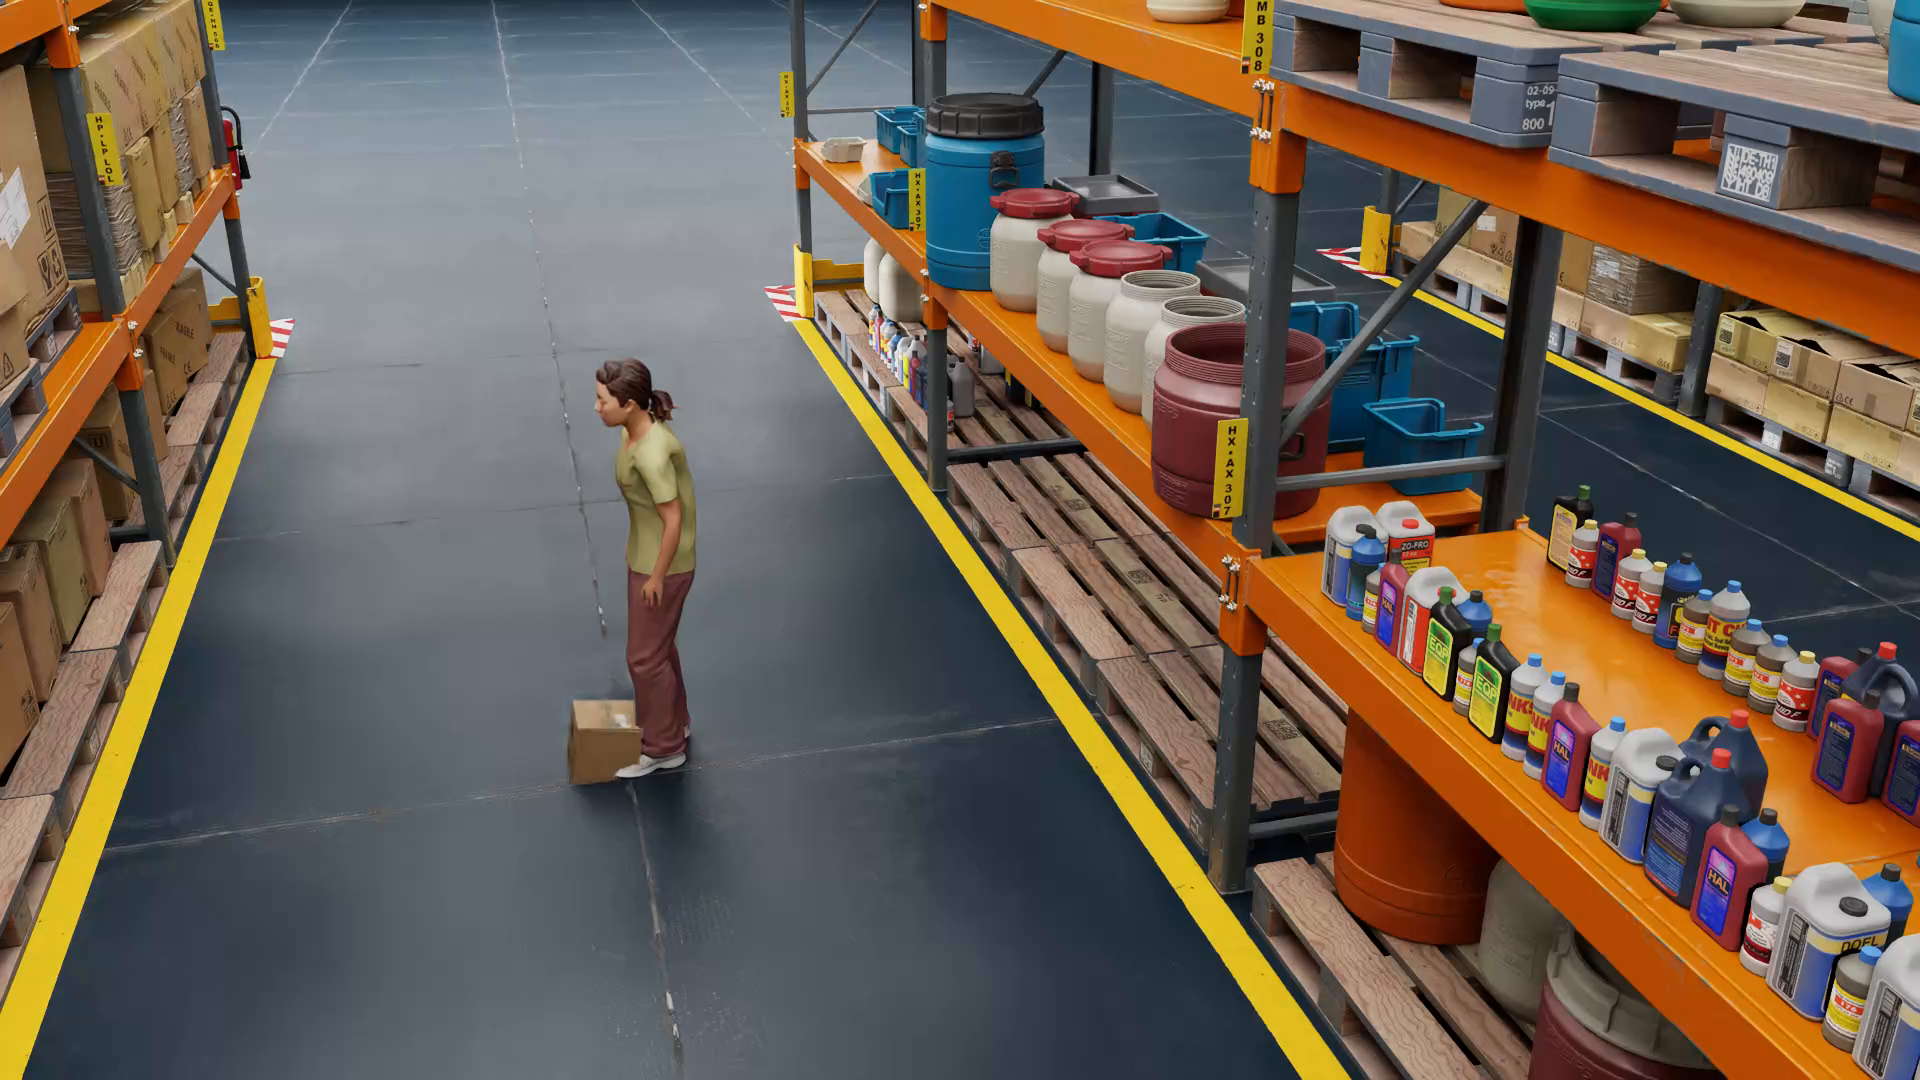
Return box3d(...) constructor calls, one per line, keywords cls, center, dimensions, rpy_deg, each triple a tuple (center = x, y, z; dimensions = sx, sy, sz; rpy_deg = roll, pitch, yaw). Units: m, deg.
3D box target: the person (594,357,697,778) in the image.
box3d(cls="person", center=(-1.210, 0.102, 6.356), dimensions=(0.414, 1.673, 0.493), rpy_deg=(-7, 24, -16))
